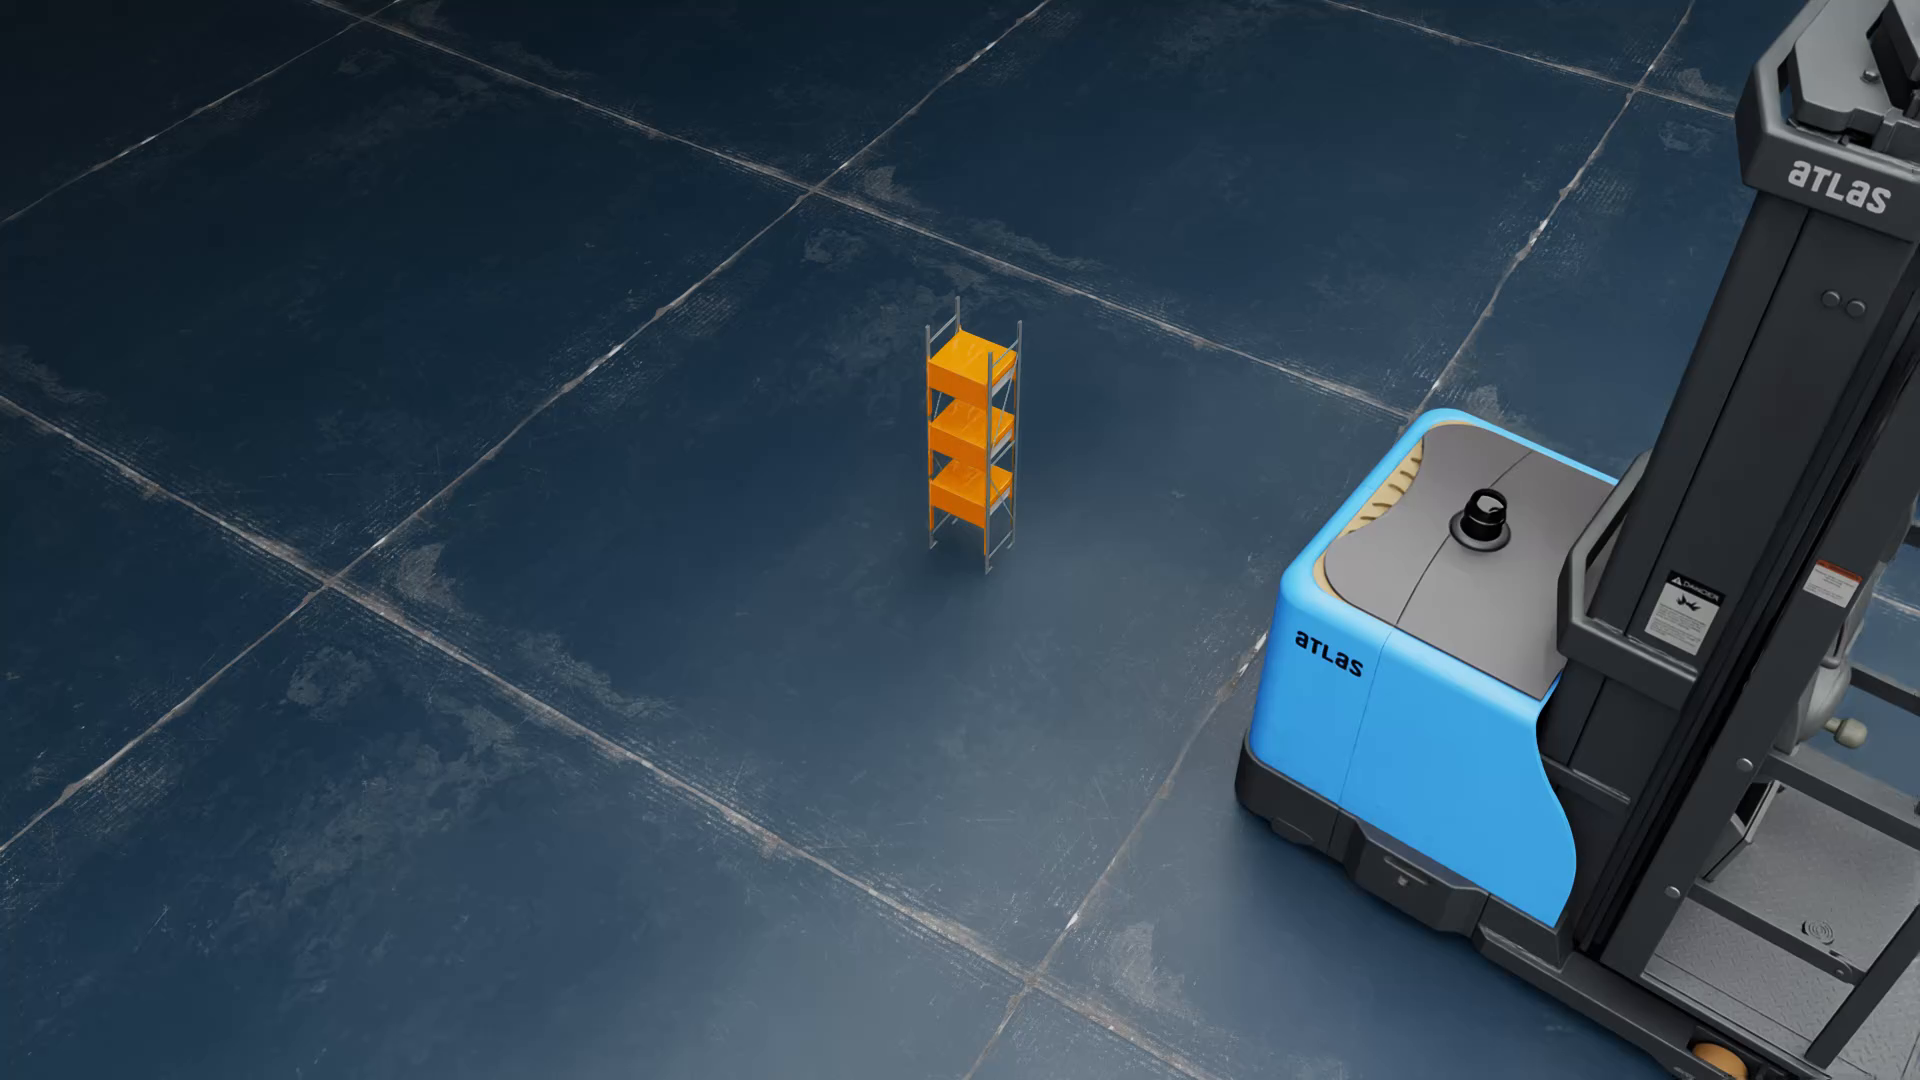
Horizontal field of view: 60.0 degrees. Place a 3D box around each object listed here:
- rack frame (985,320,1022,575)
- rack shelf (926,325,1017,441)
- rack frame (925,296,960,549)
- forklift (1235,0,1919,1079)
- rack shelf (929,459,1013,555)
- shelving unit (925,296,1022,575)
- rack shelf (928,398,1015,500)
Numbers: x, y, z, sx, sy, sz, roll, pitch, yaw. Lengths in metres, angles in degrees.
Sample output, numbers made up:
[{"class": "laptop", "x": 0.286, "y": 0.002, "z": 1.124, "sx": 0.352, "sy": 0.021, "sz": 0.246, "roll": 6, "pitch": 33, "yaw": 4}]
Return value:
[{"class": "rack frame", "x": 0.148, "y": -0.298, "z": 5.807, "sx": 0.008, "sy": 1.050, "sz": 0.200, "roll": 25, "pitch": 51, "yaw": 22}, {"class": "rack shelf", "x": 0.045, "y": -0.536, "z": 5.657, "sx": 0.240, "sy": 0.259, "sz": 0.215, "roll": 25, "pitch": 51, "yaw": 22}, {"class": "rack frame", "x": -0.058, "y": -0.392, "z": 5.899, "sx": 0.008, "sy": 1.050, "sz": 0.200, "roll": 25, "pitch": 51, "yaw": 22}, {"class": "forklift", "x": 2.363, "y": 0.211, "z": 4.001, "sx": 3.031, "sy": 2.935, "sz": 1.130, "roll": 29, "pitch": 52, "yaw": 25}, {"class": "rack shelf", "x": 0.045, "y": -0.144, "z": 6.060, "sx": 0.240, "sy": 0.259, "sz": 0.215, "roll": 25, "pitch": 51, "yaw": 22}, {"class": "shelving unit", "x": 0.045, "y": -0.345, "z": 5.853, "sx": 0.252, "sy": 1.050, "sz": 0.215, "roll": 25, "pitch": 51, "yaw": 22}, {"class": "rack shelf", "x": 0.045, "y": -0.338, "z": 5.861, "sx": 0.240, "sy": 0.259, "sz": 0.215, "roll": 25, "pitch": 51, "yaw": 22}]
